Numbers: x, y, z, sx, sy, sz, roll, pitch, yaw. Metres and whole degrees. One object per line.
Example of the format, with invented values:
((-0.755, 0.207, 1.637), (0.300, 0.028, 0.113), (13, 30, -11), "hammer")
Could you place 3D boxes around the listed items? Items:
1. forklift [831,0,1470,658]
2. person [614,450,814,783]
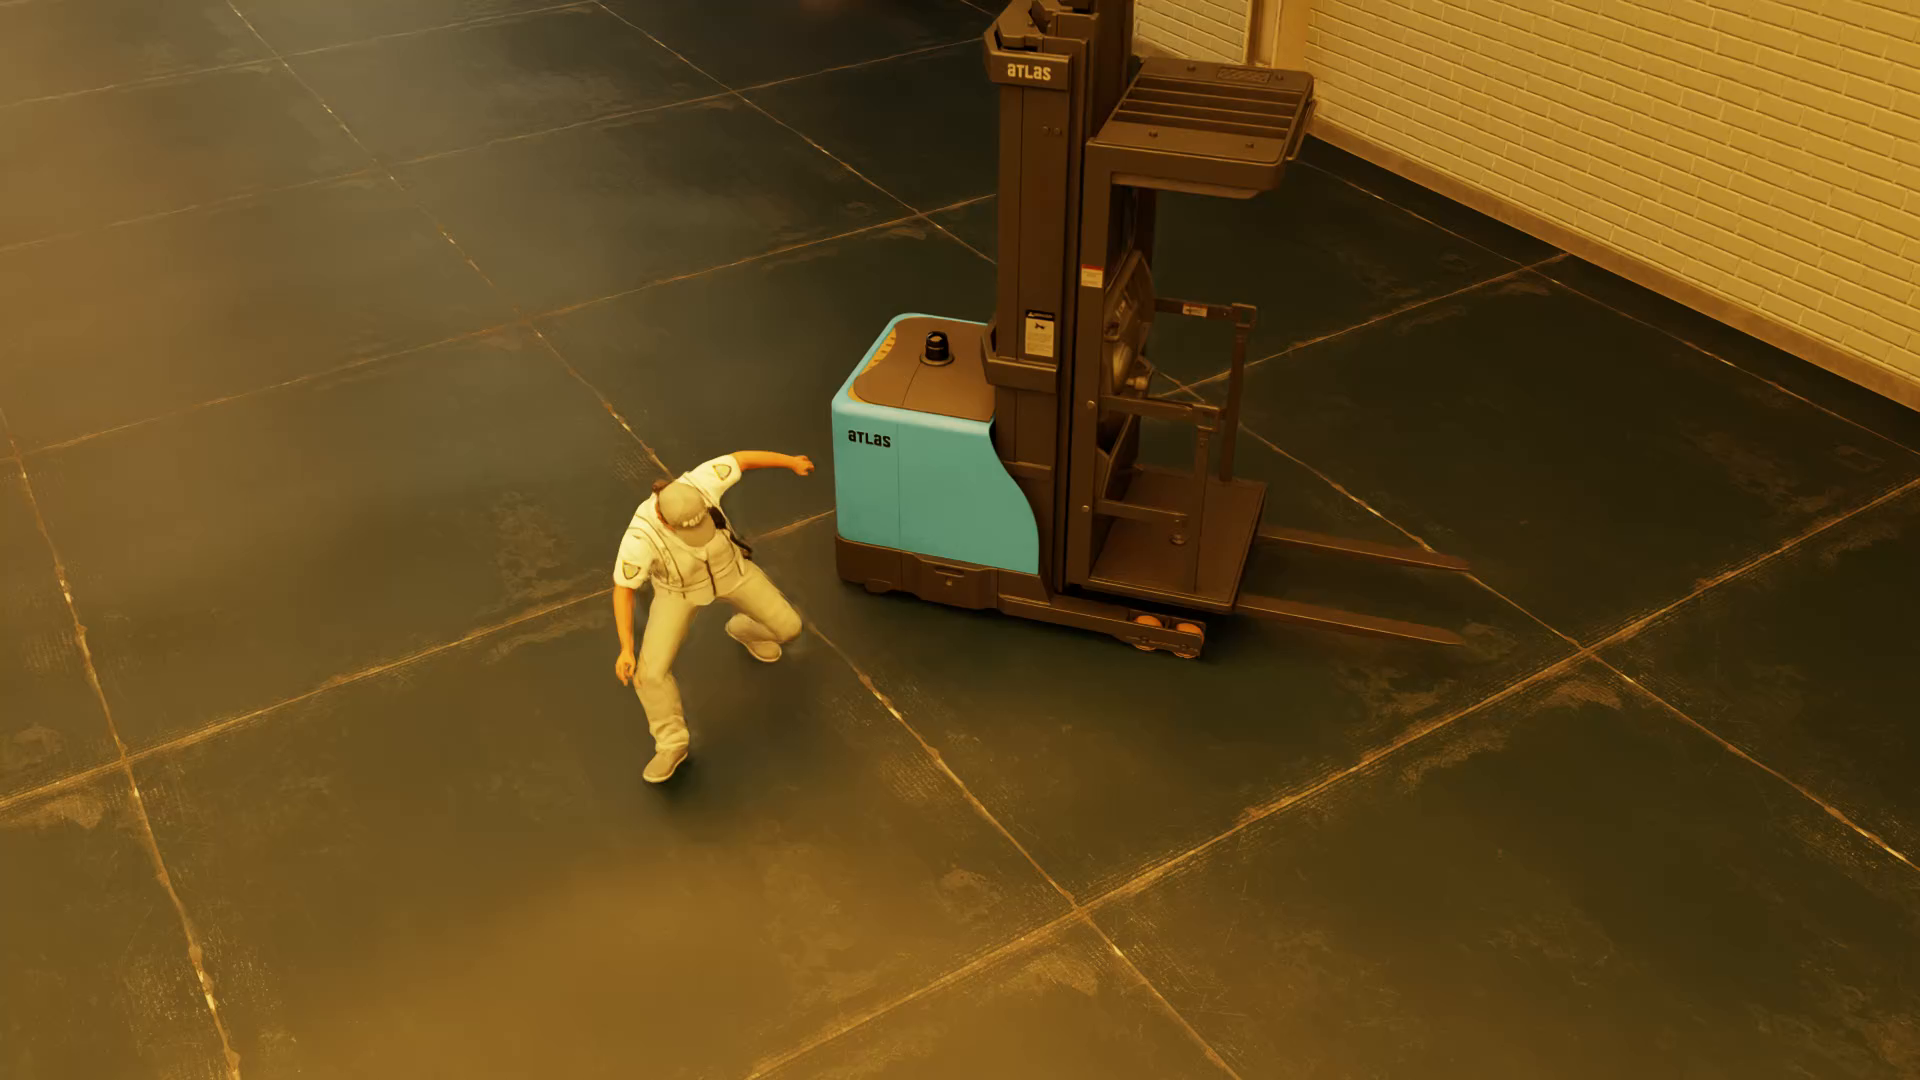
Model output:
((0.955, -0.981, 7.544), (3.031, 2.935, 1.130), (10, 36, 14), "forklift")
((-1.045, 0.206, 7.196), (1.096, 1.395, 0.710), (-18, 39, -24), "person")
